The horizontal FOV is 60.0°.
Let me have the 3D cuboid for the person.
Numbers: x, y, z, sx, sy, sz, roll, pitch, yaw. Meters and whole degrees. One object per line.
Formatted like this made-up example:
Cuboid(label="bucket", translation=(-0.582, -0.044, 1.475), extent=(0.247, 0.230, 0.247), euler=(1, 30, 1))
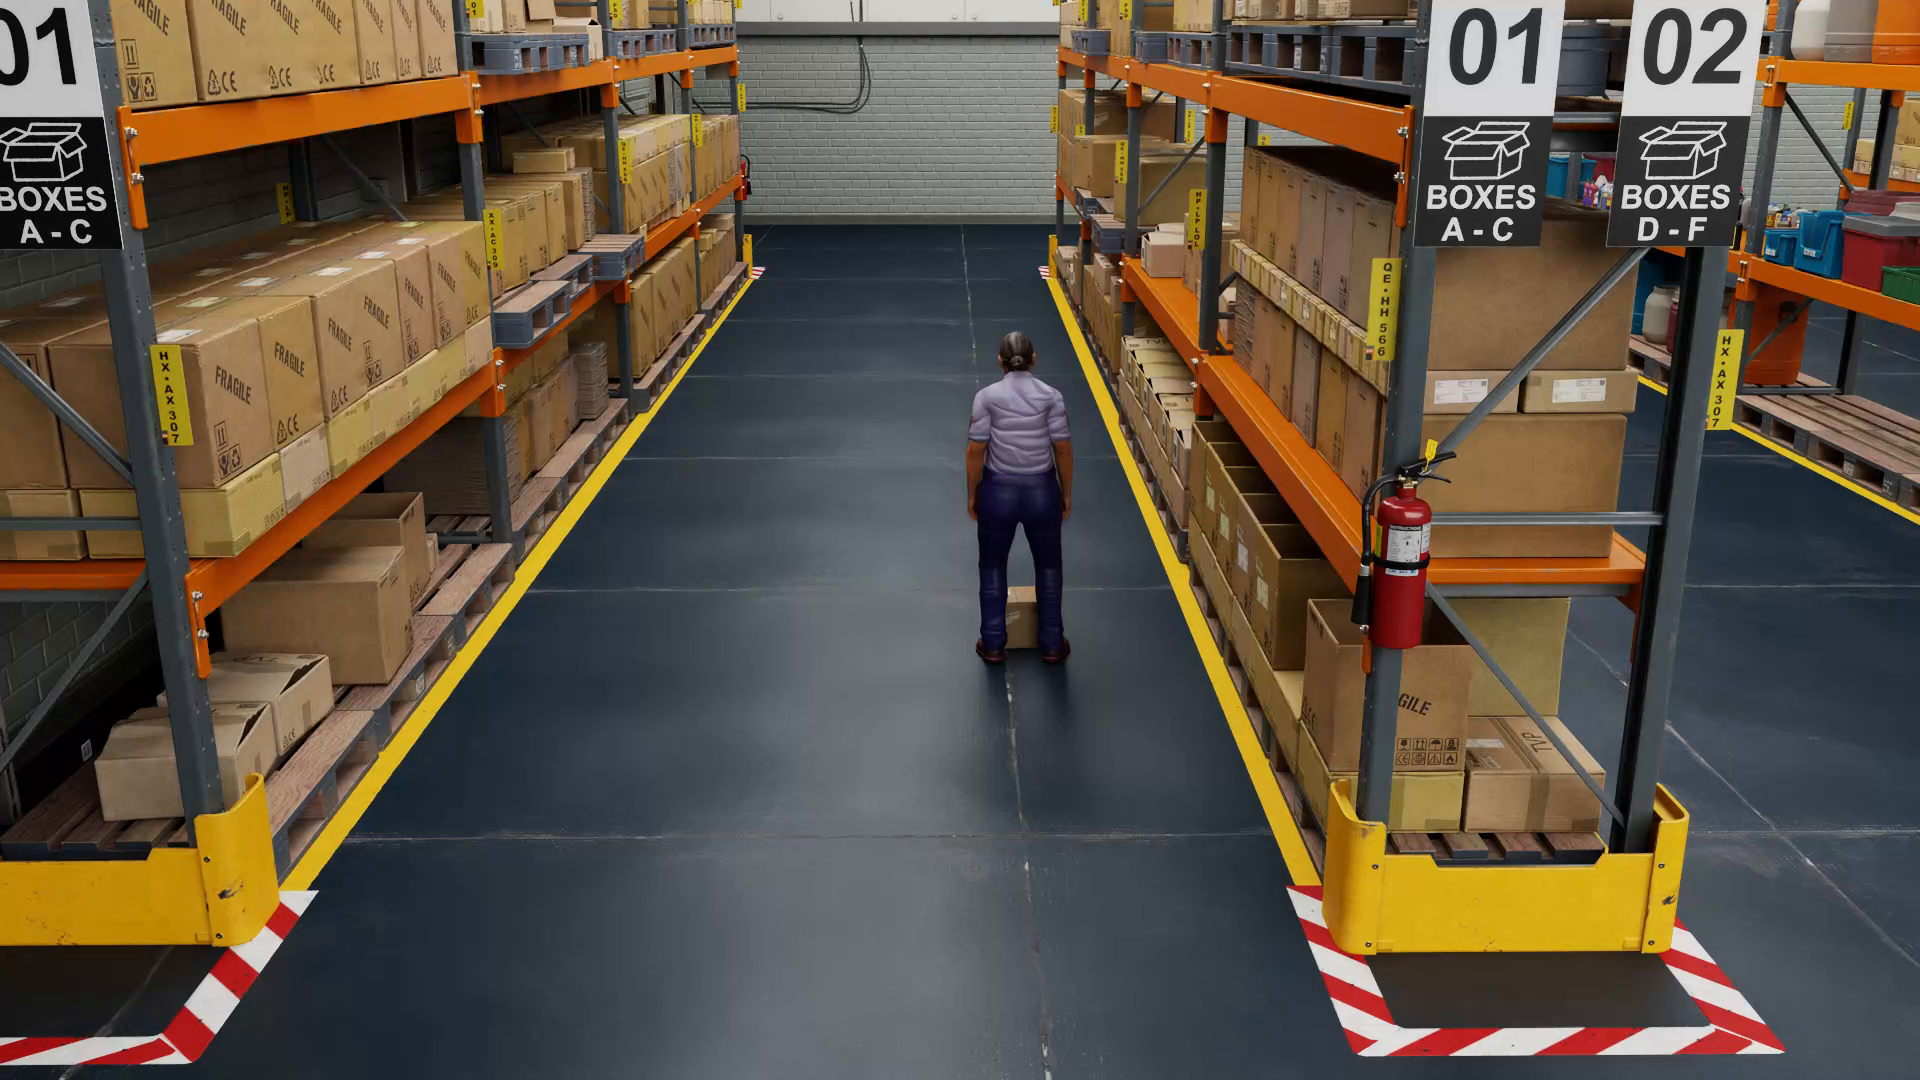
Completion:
Cuboid(label="person", translation=(0.297, -0.189, 8.194), extent=(0.537, 1.636, 0.374), euler=(0, 17, 0))
